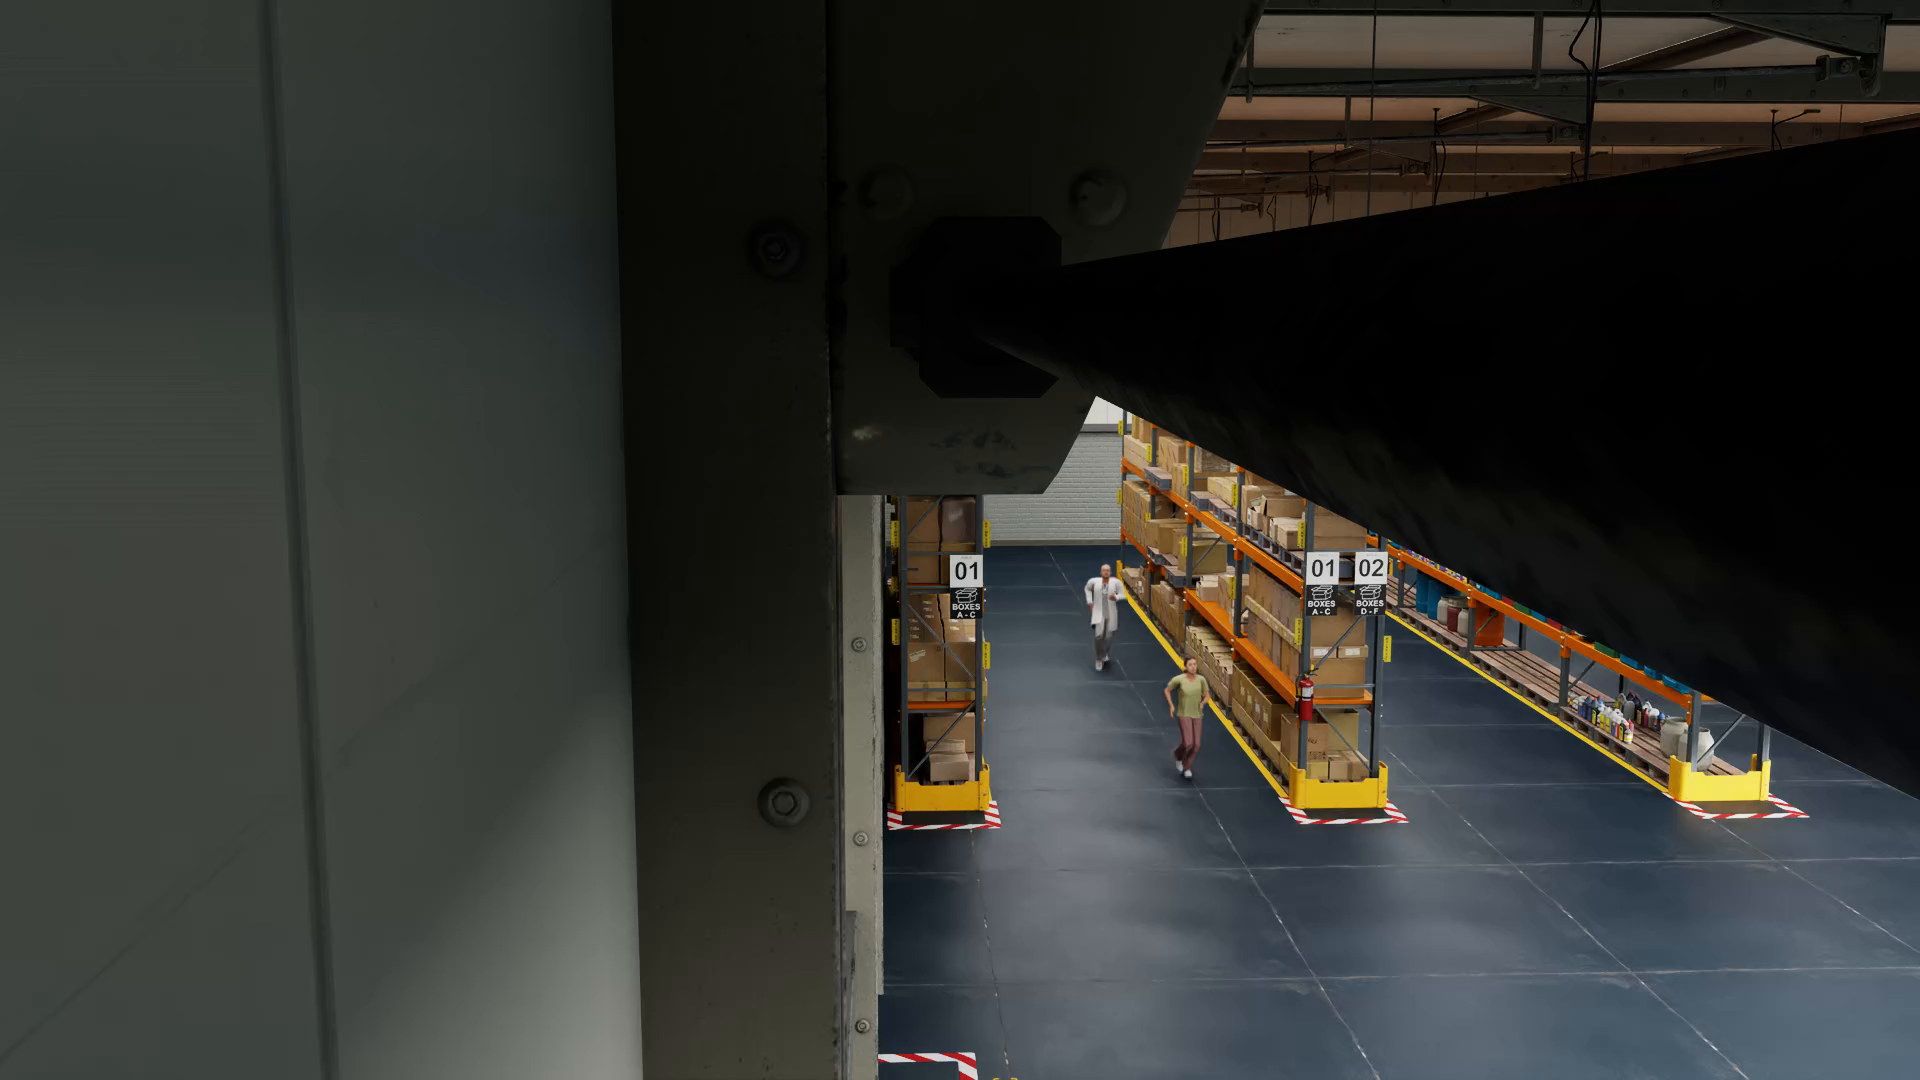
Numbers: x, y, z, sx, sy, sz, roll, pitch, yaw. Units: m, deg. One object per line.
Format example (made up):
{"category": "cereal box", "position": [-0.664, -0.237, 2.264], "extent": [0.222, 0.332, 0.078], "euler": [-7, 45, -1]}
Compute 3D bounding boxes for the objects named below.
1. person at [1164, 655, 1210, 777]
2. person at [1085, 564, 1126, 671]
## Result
{"category": "person", "position": [3.012, 2.326, 21.761], "extent": [0.566, 1.621, 0.549], "euler": [-2, 9, -11]}
{"category": "person", "position": [2.479, 1.303, 28.342], "extent": [0.683, 1.825, 0.859], "euler": [0, 8, 0]}
